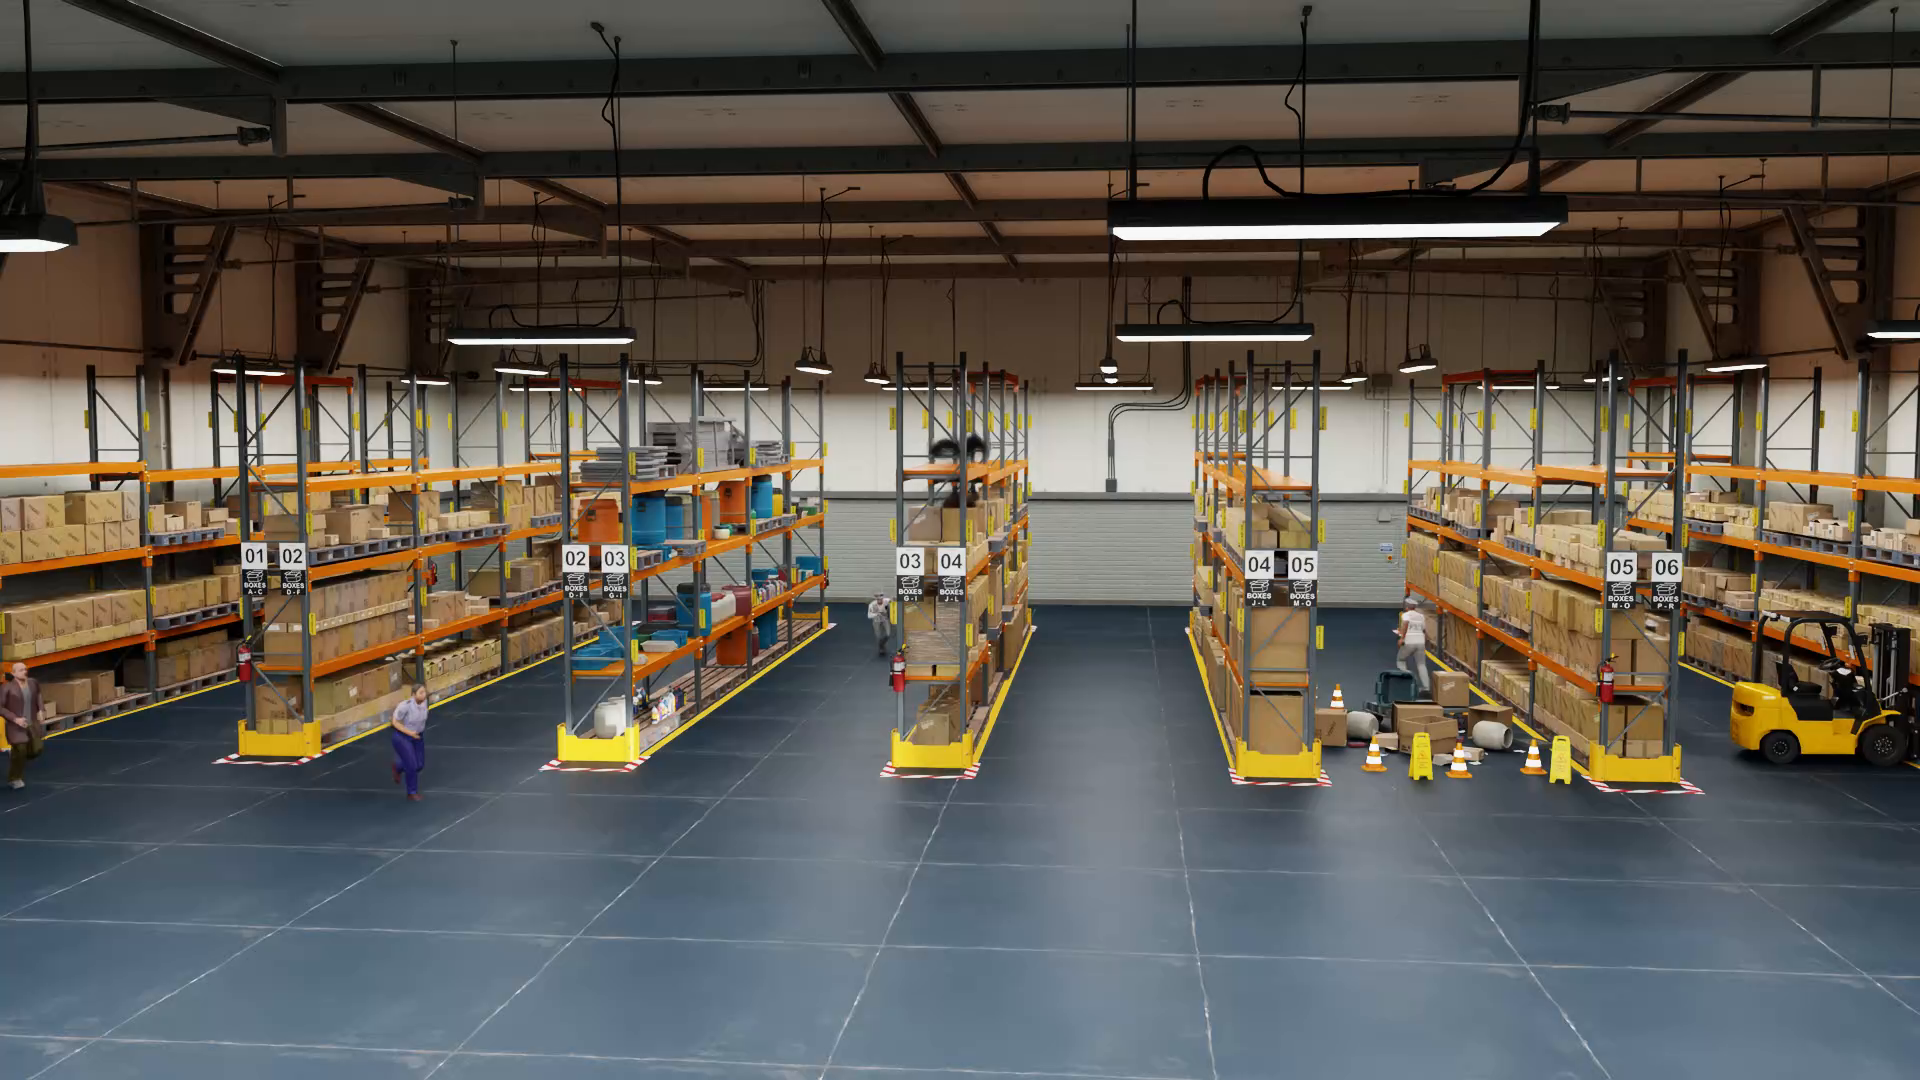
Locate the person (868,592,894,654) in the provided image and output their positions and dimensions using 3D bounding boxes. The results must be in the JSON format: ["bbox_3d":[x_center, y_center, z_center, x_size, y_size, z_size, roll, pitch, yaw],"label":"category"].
[{"bbox_3d":[-1.686,1.772,35.608,0.599,1.384,0.936,-1,4,-10],"label":"person"}]

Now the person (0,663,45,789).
[{"bbox_3d":[-12.845,2.528,22.758,0.690,1.726,0.733,2,5,30],"label":"person"}]

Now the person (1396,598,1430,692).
[{"bbox_3d":[8.383,1.969,30.795,0.666,1.745,0.991,-1,4,-12],"label":"person"}]

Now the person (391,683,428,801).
[{"bbox_3d":[-7.328,2.674,22.058,0.707,1.593,0.597,3,5,35],"label":"person"}]

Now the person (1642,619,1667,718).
[{"bbox_3d":[11.679,2.192,28.082,0.574,1.661,0.955,0,4,-2],"label":"person"}]
